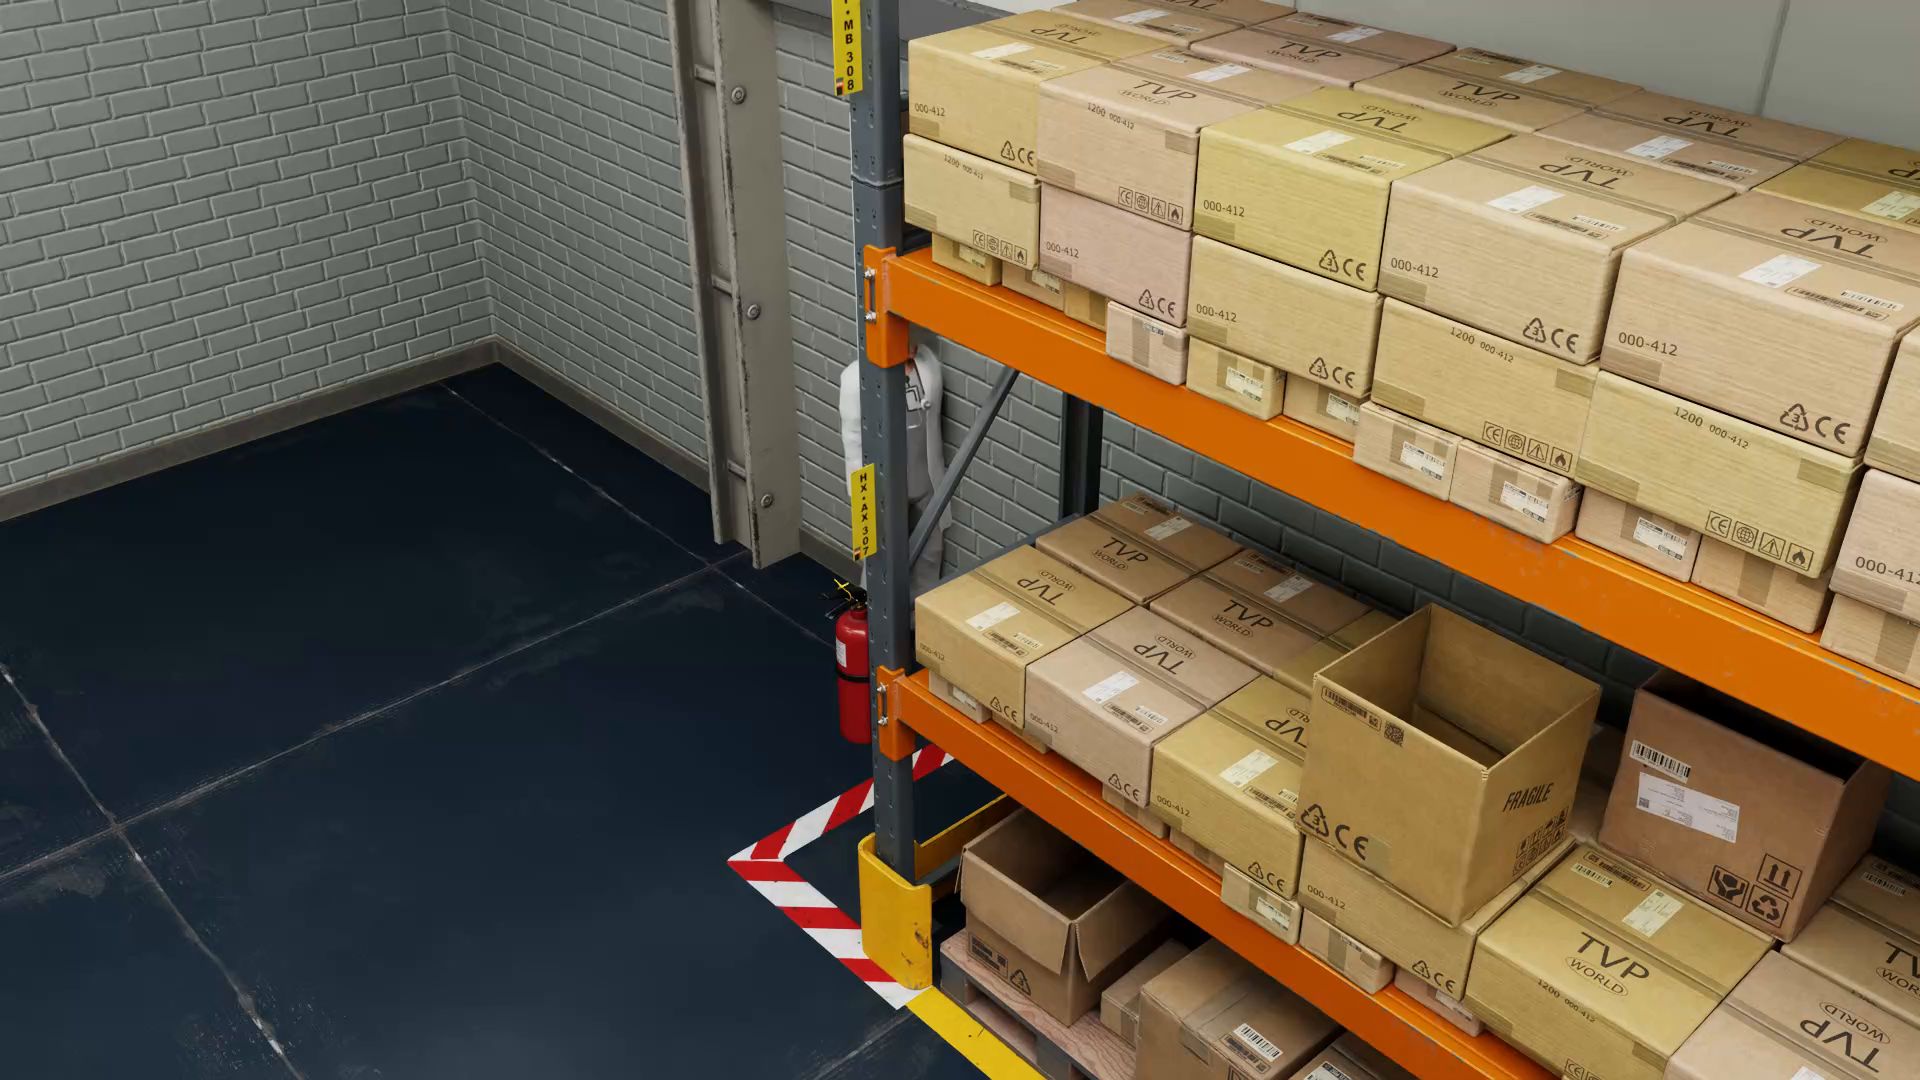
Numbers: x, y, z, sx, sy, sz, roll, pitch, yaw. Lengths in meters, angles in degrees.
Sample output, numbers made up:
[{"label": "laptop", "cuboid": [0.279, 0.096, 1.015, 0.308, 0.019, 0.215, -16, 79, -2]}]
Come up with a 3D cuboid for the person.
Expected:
[{"label": "person", "cuboid": [-0.252, -0.260, 7.579, 0.562, 1.776, 0.381, -20, 37, -29]}]
